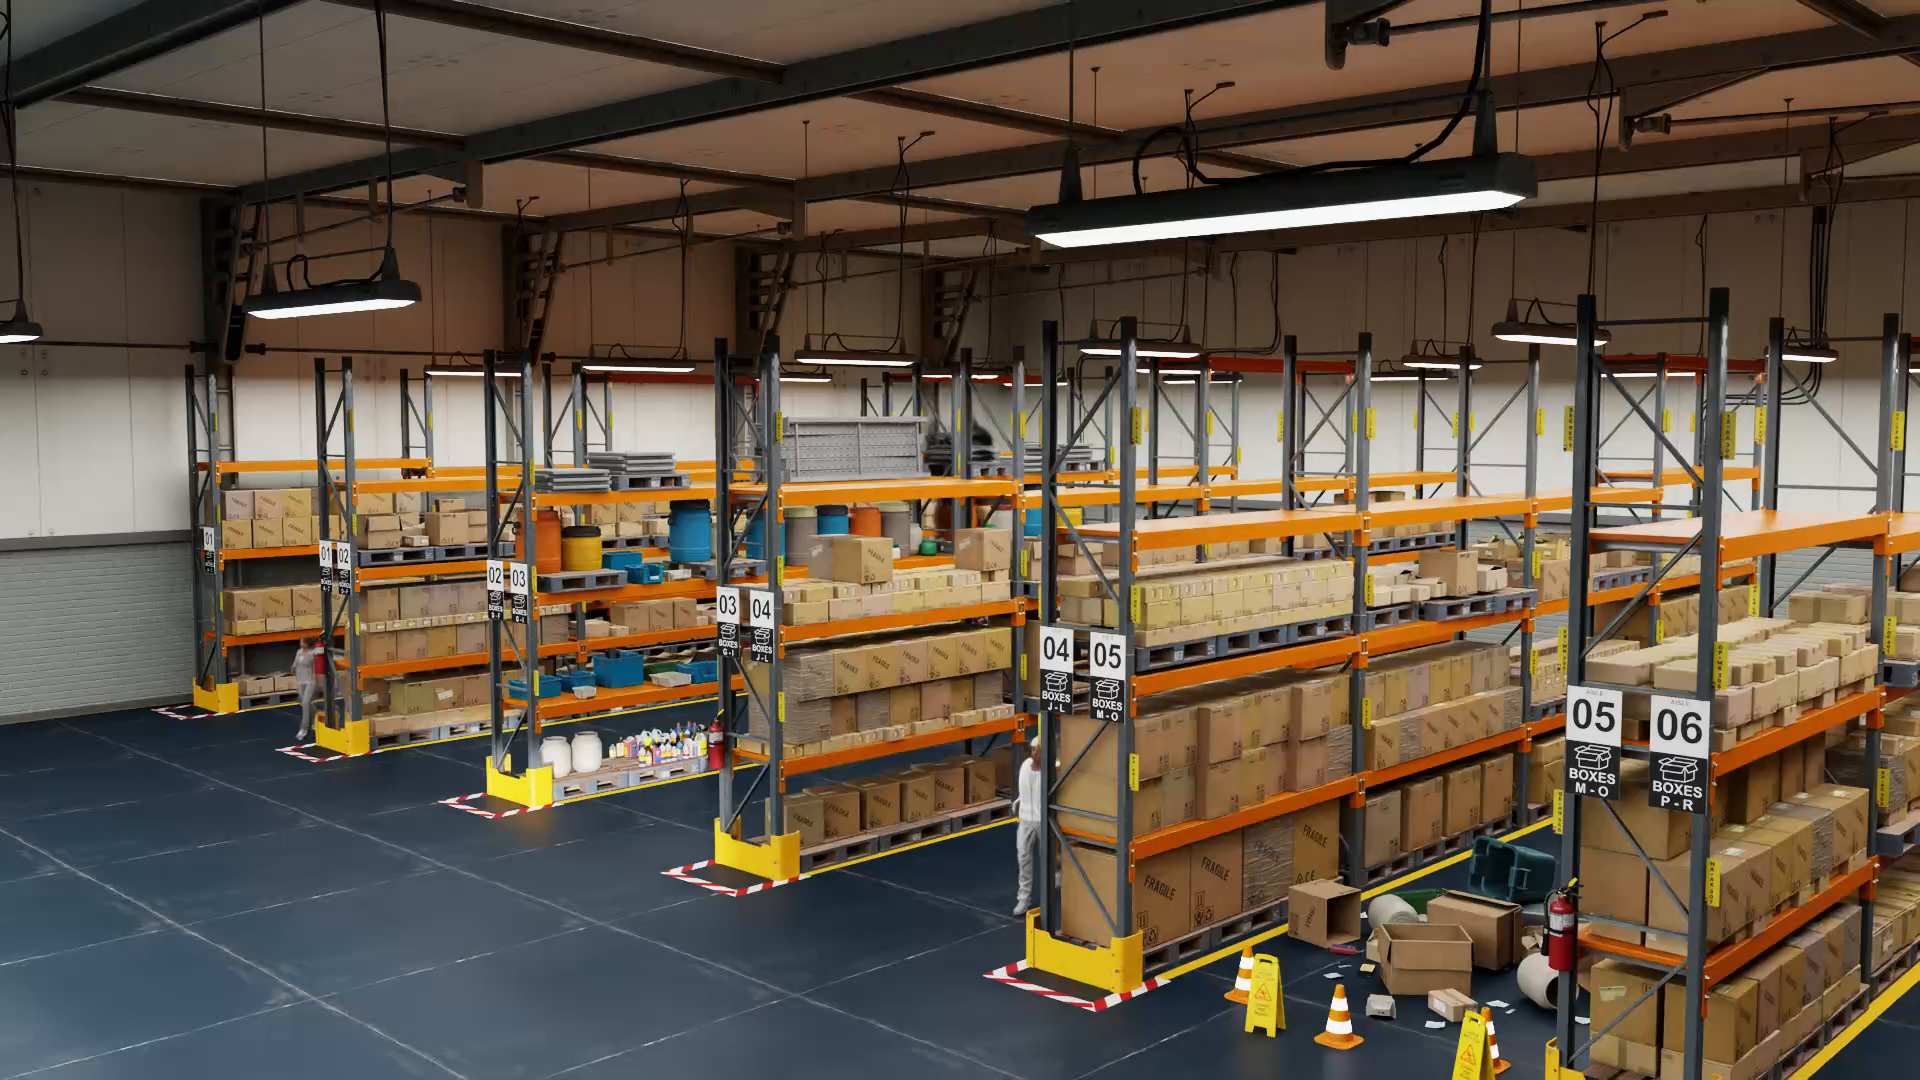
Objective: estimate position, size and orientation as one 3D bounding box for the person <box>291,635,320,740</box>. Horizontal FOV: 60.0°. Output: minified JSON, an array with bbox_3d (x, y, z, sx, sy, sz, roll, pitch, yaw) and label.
[{"bbox_3d":[-10.439,2.323,26.586,0.537,1.619,0.759,2,5,22],"label":"person"}]

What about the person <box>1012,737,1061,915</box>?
[{"bbox_3d":[0.836,2.935,17.396,0.682,1.791,0.987,2,5,27],"label":"person"}]
